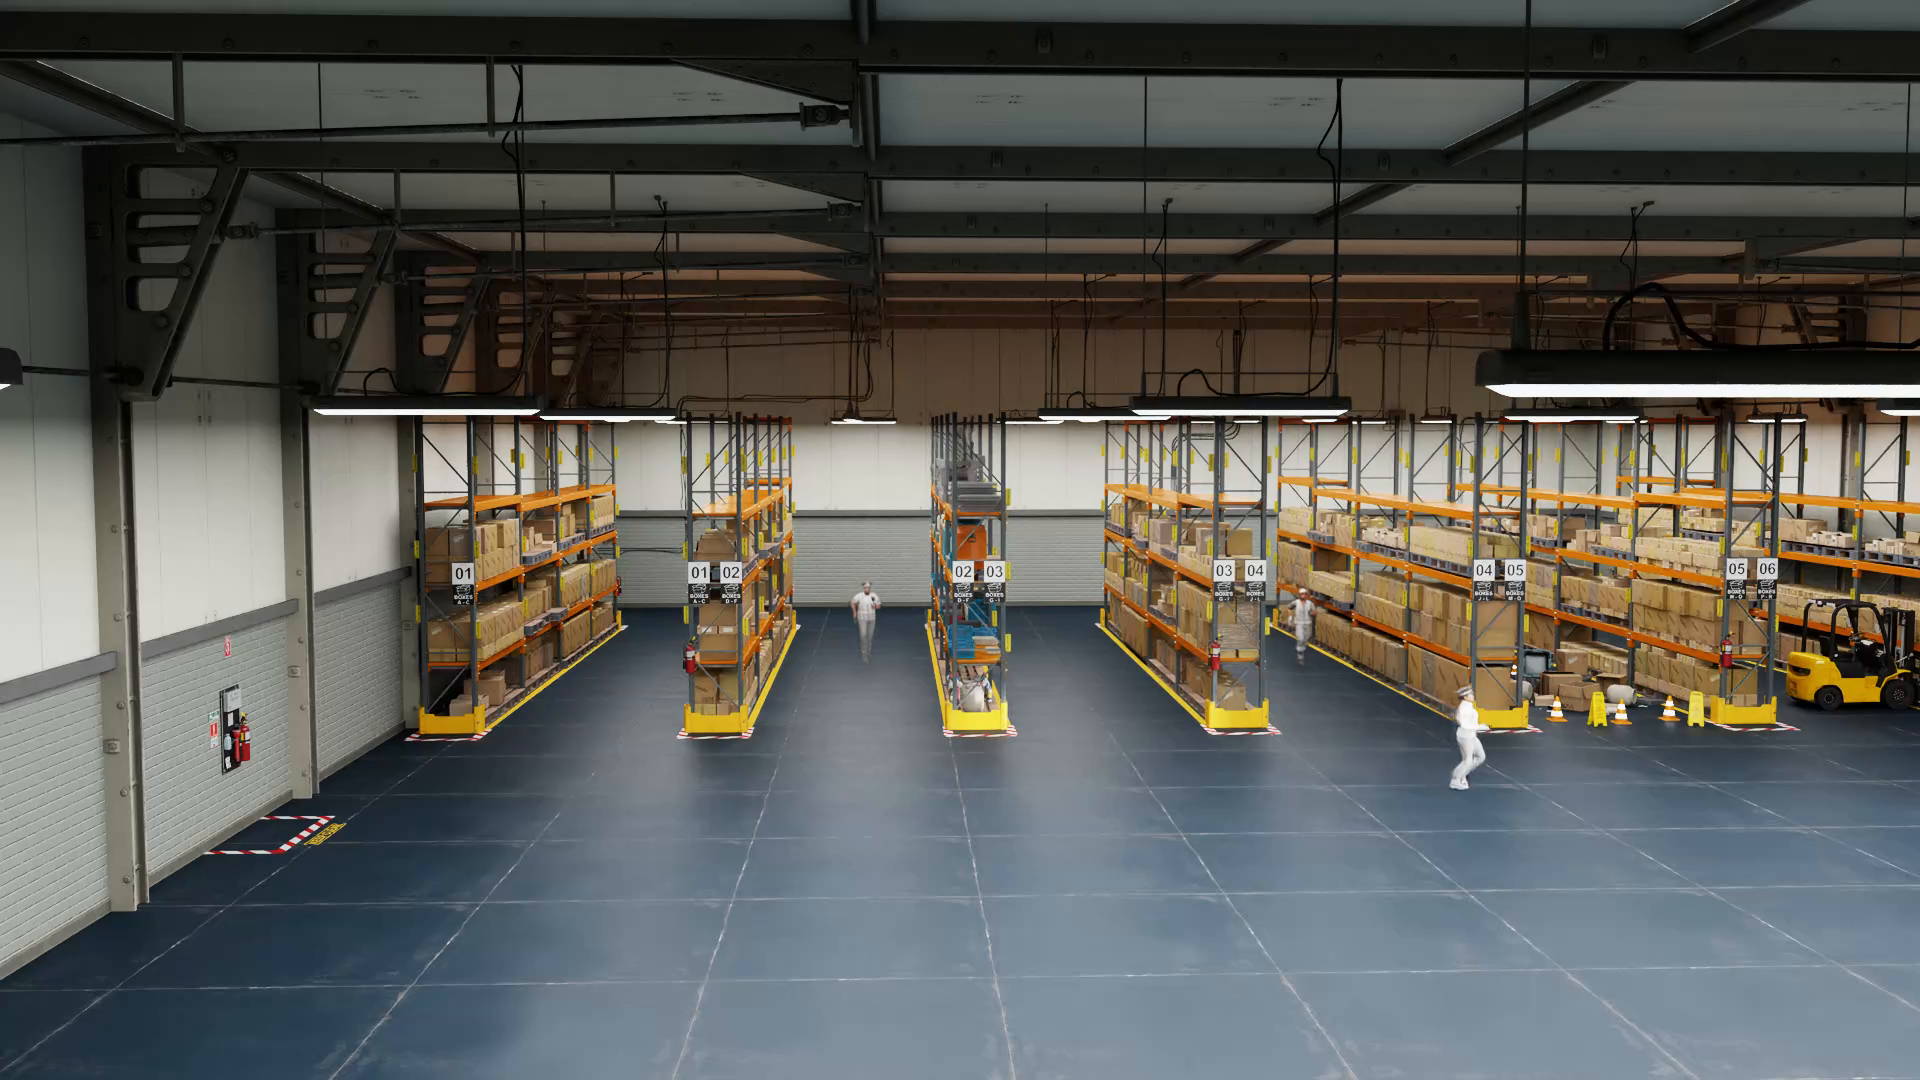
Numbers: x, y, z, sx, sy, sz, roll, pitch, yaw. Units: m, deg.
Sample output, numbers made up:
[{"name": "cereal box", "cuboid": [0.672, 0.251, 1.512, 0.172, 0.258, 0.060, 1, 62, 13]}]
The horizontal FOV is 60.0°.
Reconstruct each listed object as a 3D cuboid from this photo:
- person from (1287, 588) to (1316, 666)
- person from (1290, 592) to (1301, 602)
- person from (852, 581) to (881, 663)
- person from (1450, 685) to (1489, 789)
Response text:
[{"name": "person", "cuboid": [8.267, 2.089, 40.188, 0.646, 1.847, 0.798, 0, 4, -7]}, {"name": "person", "cuboid": [10.042, 1.564, 49.038, 0.607, 1.663, 0.794, 1, 4, 13]}, {"name": "person", "cuboid": [-2.173, 1.895, 38.956, 0.640, 1.855, 0.766, -1, 4, -17]}, {"name": "person", "cuboid": [8.032, 3.102, 26.156, 0.599, 1.650, 0.591, 2, 4, 26]}]
